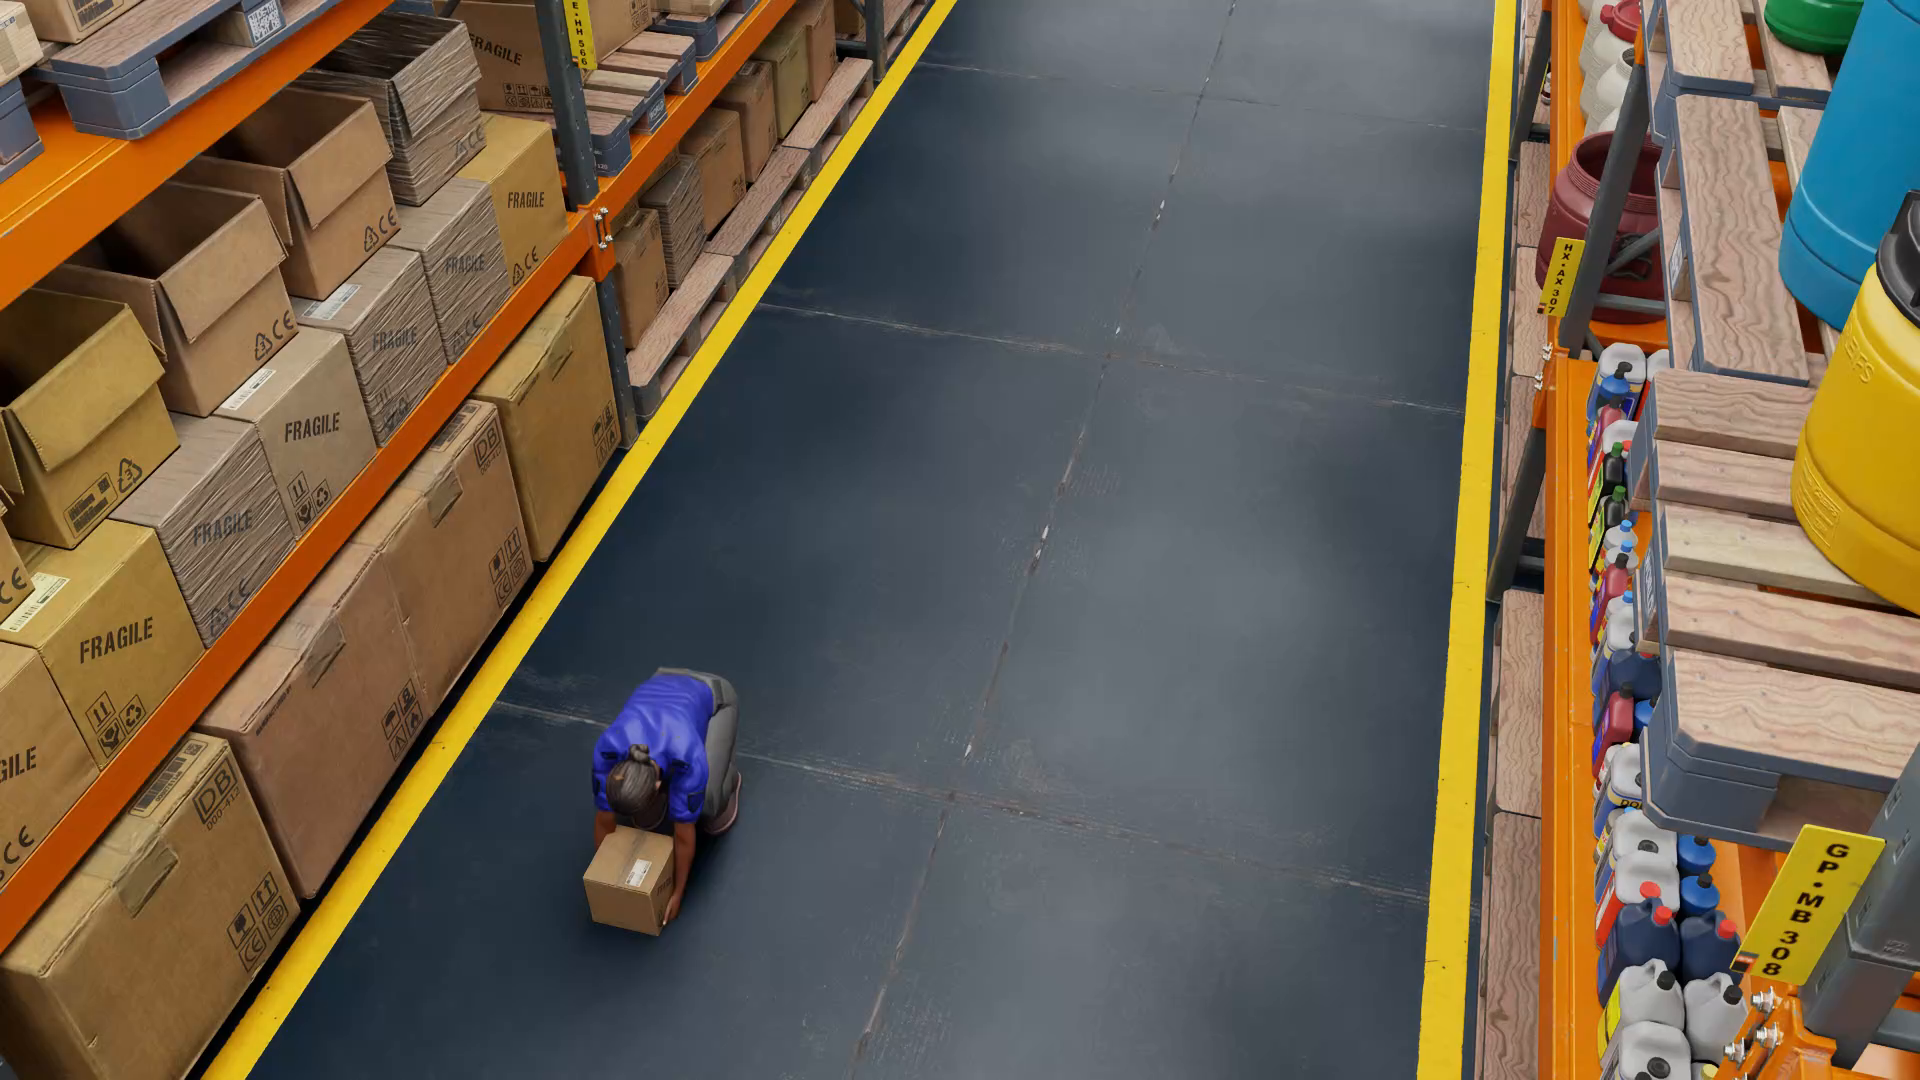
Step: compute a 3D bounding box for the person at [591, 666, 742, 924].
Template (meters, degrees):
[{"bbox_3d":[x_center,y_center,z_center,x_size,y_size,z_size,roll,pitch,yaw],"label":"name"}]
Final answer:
[{"bbox_3d":[-1.051,0.829,5.954,0.460,0.790,0.838,9,42,10],"label":"person"}]
